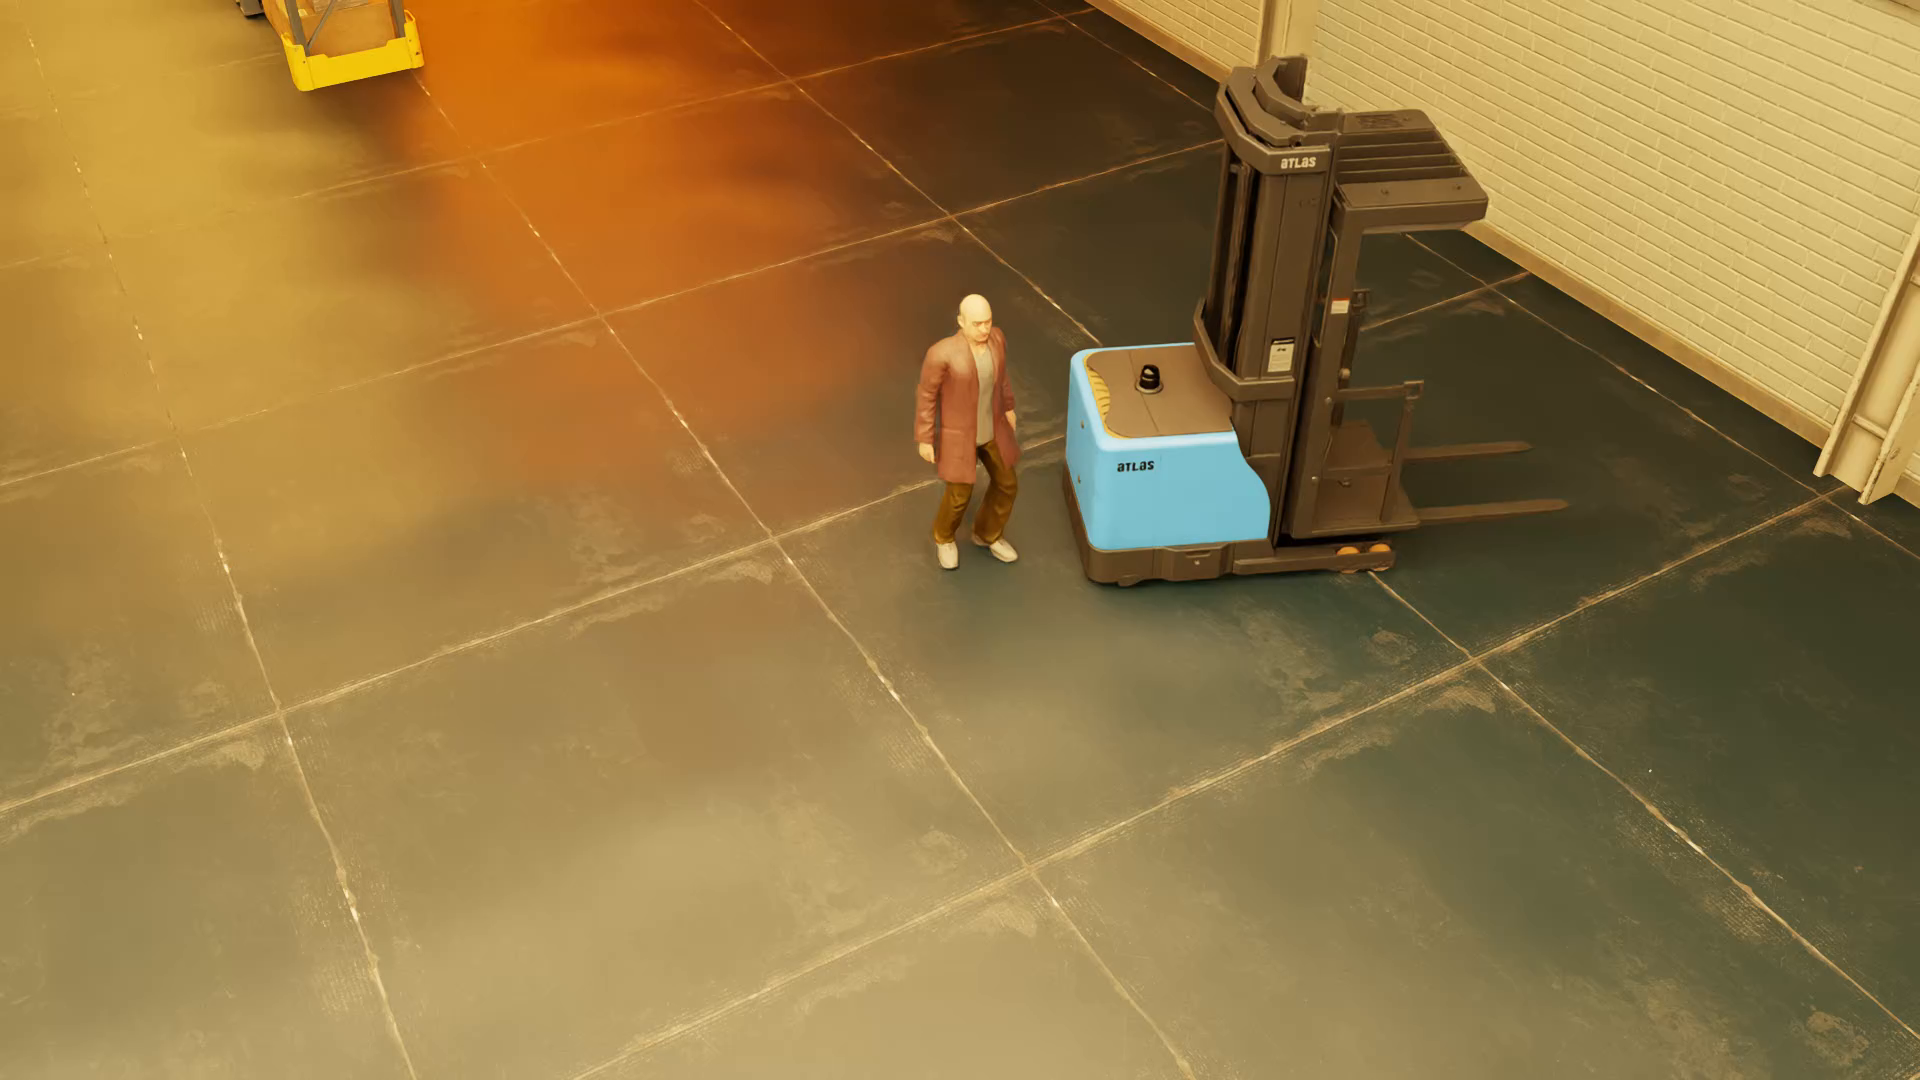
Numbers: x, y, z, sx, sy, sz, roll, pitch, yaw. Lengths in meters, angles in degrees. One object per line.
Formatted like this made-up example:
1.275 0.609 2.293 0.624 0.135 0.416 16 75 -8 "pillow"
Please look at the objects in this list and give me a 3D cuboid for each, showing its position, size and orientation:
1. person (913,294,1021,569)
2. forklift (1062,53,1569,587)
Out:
0.098 -0.613 9.708 0.735 1.754 0.517 -23 45 -26 "person"
2.208 -1.258 9.552 3.031 2.935 1.130 -4 40 -5 "forklift"
